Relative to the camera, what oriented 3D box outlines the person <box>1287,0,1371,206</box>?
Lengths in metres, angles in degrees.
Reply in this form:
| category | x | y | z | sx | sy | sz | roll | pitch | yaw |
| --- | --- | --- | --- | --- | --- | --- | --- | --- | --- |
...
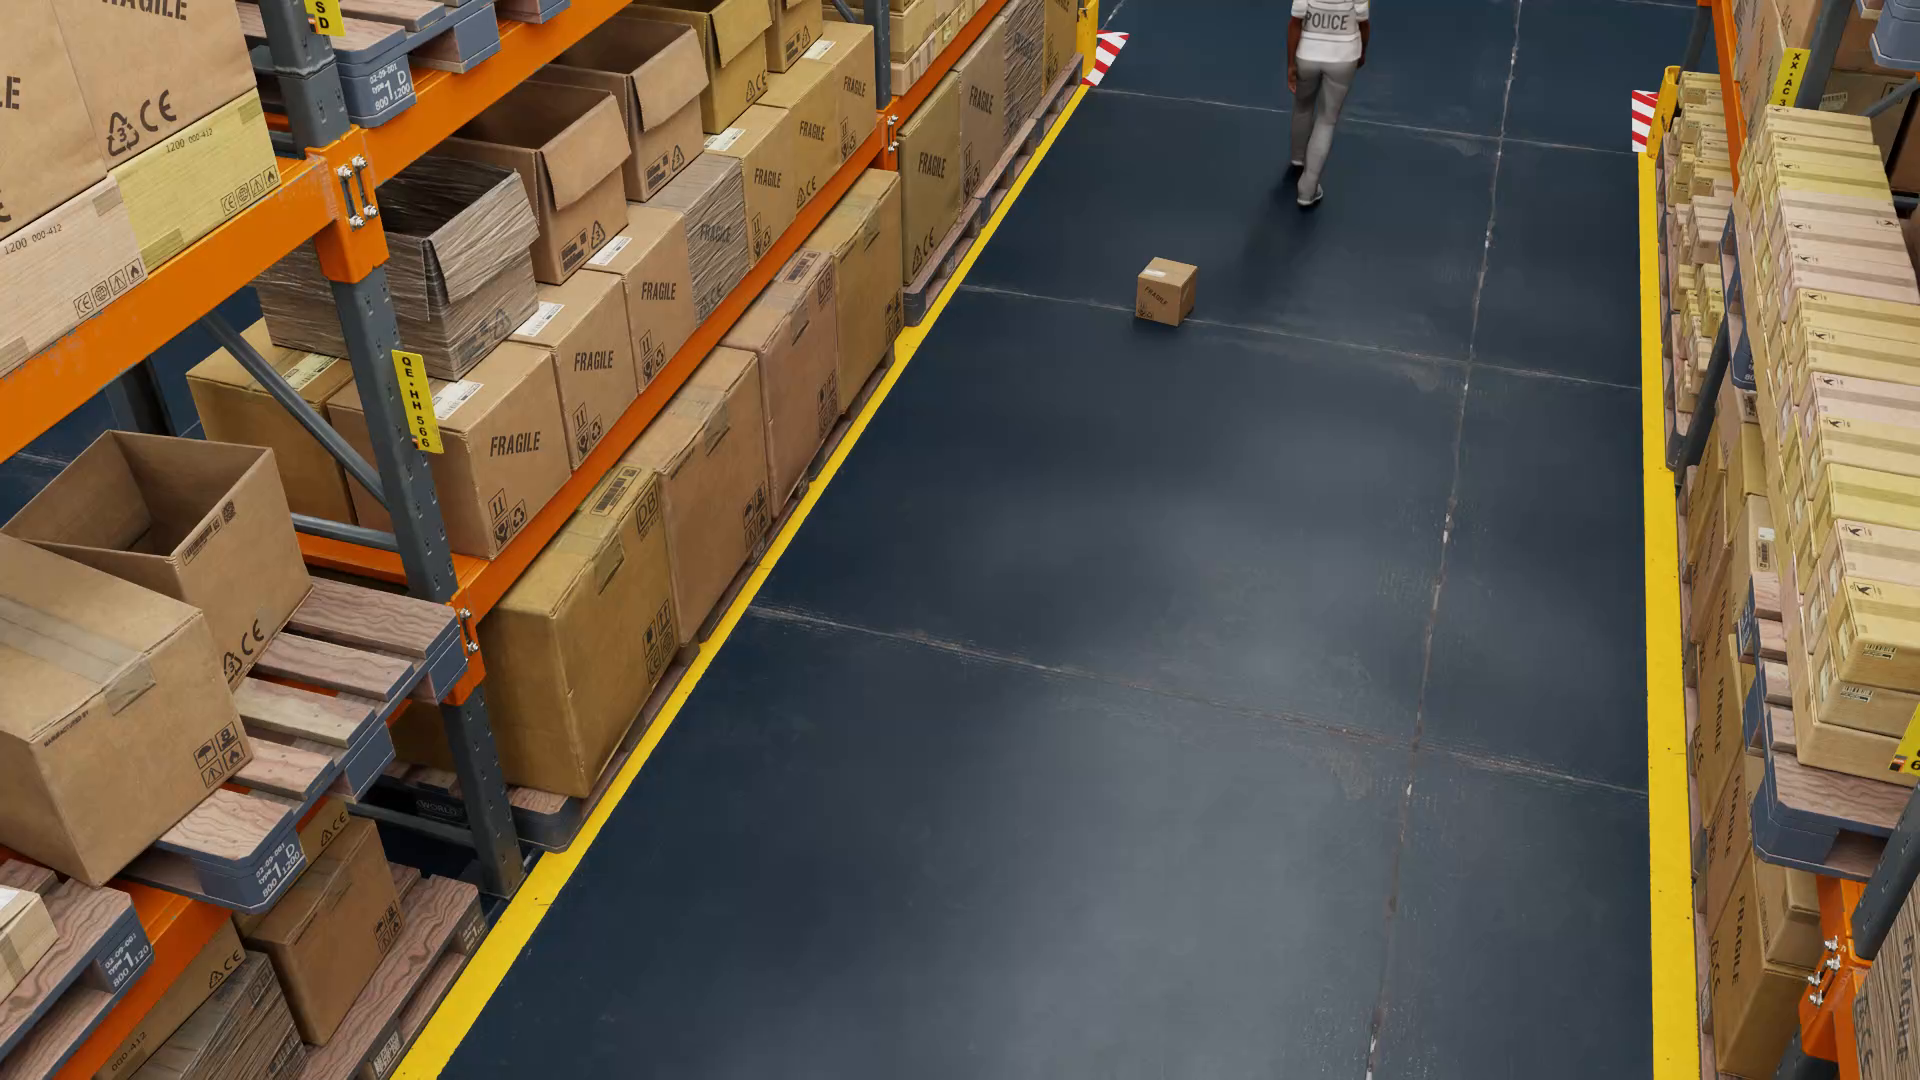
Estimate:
| category | x | y | z | sx | sy | sz | roll | pitch | yaw |
| --- | --- | --- | --- | --- | --- | --- | --- | --- | --- |
| person | 2.210 | -2.908 | 9.924 | 0.445 | 1.662 | 0.818 | 16 | 40 | 20 |
